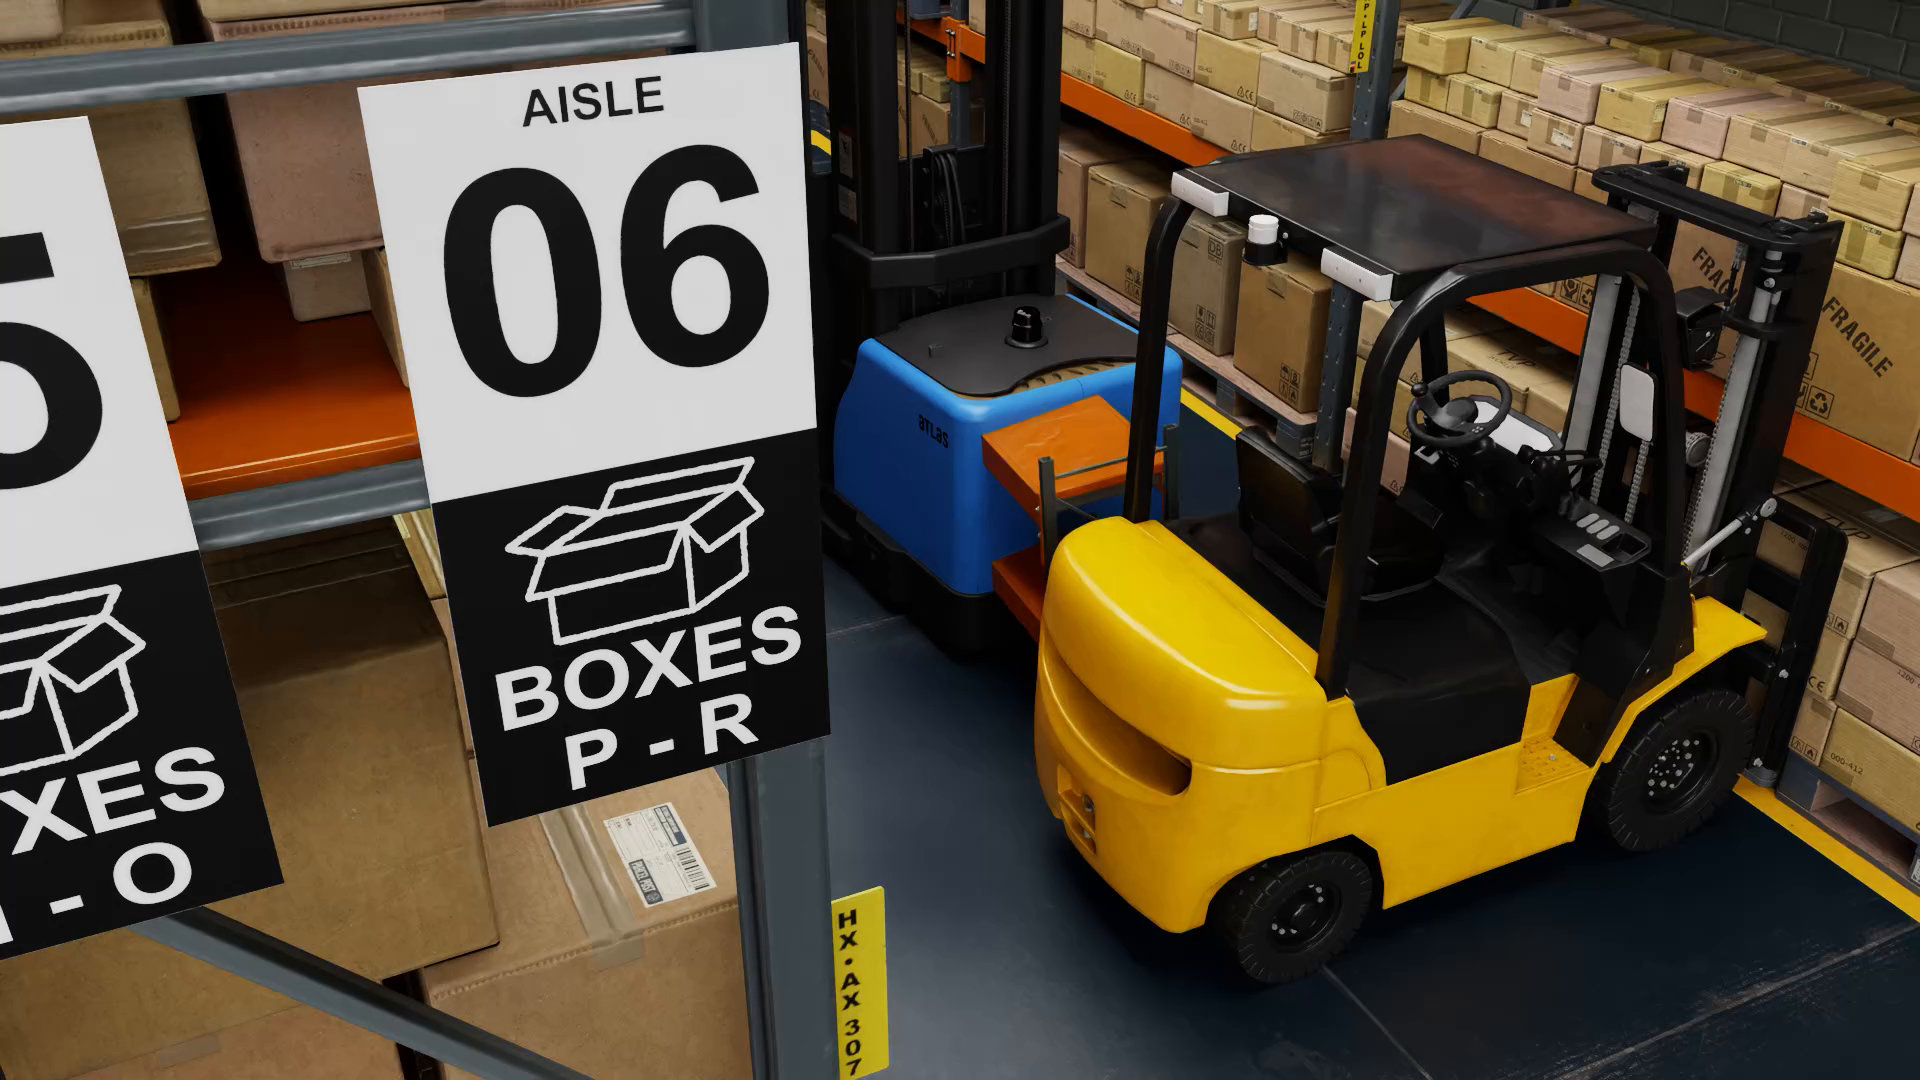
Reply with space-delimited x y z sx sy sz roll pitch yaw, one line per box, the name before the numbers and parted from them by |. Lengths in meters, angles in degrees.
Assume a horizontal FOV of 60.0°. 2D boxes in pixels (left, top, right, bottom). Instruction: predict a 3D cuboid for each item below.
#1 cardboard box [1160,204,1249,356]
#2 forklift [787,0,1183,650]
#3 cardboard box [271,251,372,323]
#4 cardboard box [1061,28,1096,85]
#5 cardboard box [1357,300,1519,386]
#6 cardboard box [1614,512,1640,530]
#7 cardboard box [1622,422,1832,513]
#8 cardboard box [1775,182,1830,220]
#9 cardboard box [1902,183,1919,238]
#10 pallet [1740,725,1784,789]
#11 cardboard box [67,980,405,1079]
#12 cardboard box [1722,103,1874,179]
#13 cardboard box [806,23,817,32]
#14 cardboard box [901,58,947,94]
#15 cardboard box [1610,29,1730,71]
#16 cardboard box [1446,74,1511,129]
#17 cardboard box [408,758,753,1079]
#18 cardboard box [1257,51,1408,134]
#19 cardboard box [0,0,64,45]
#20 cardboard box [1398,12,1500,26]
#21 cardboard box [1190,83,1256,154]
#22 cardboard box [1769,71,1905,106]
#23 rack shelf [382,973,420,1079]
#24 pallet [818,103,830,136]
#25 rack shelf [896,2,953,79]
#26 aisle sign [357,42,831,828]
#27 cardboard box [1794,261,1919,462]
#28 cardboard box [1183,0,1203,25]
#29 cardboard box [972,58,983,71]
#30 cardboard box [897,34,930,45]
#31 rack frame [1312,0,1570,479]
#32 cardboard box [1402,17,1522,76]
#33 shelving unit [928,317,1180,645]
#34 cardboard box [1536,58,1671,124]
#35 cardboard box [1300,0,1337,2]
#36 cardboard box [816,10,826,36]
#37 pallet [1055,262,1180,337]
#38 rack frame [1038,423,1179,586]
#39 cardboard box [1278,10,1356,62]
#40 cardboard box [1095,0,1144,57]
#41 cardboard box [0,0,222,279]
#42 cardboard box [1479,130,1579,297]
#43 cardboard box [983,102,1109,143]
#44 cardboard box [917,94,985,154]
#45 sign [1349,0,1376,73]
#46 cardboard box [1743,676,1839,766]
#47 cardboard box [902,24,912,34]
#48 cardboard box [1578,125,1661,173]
cardboard box | 1.569 -1.436 8.743 0.875 0.625 0.625 -13 32 -22
forklift | -0.326 -1.541 7.001 1.130 2.935 3.031 -17 33 -27
cardboard box | -0.678 -0.416 2.116 0.380 0.149 0.250 -14 32 -24
cardboard box | 0.821 -2.721 9.190 0.500 0.250 0.500 -14 32 -24
cardboard box | 2.054 -0.857 7.071 0.500 0.250 0.500 -14 32 -23
cardboard box | 2.697 0.030 6.000 0.500 0.250 0.500 -13 32 -22
cardboard box | 2.706 -0.178 5.860 0.500 0.250 0.500 -14 32 -23
cardboard box | 2.846 -1.061 5.310 0.380 0.149 0.250 -13 32 -22
cardboard box | 2.980 -0.949 4.807 0.380 0.149 0.250 -12 32 -21
pallet | 2.960 0.400 6.322 1.003 0.211 1.213 -13 32 -22
cardboard box | -1.117 0.739 2.459 0.500 0.500 0.500 -14 32 -23
cardboard box | 2.746 -1.311 5.451 0.380 0.149 0.250 -13 32 -22
cardboard box | -1.063 -3.849 13.174 0.500 0.500 0.500 -14 32 -23
cardboard box | -0.174 -3.138 11.243 0.380 0.149 0.250 -15 33 -25
cardboard box | 2.735 -1.861 6.433 0.380 0.149 0.250 -13 32 -22
cardboard box | 2.141 -1.733 6.508 0.380 0.149 0.250 -12 32 -21
cardboard box | -0.588 0.654 2.611 0.500 0.500 0.500 -14 32 -23
cardboard box | 1.688 -2.032 7.450 0.500 0.250 0.500 -14 32 -23
cardboard box | -1.047 -0.540 1.520 0.380 0.149 0.250 -13 32 -22
cardboard box | 2.172 -2.243 7.418 0.380 0.149 0.250 -14 32 -23
cardboard box | 1.456 -2.040 7.974 0.500 0.250 0.500 -13 32 -22
cardboard box | 3.060 -1.523 5.829 0.380 0.149 0.250 -13 32 -23
rack shelf | -1.494 0.525 3.983 1.077 0.370 4.000 -13 32 -22
pallet | -0.394 -3.143 12.639 1.003 0.211 1.213 -13 32 -22
rack shelf | -0.447 -4.053 12.147 1.077 0.370 4.000 -13 32 -22
aisle sign | -0.328 -0.077 1.663 0.394 0.787 0.004 -13 32 -22
cardboard box | 2.963 -0.613 5.174 0.500 0.500 0.500 -14 32 -23
cardboard box | 1.309 -2.594 8.043 0.380 0.149 0.250 -14 32 -23
cardboard box | 0.201 -3.371 11.658 0.380 0.149 0.250 -13 32 -21
cardboard box | -0.427 -3.500 11.888 0.380 0.149 0.250 -14 32 -23
rack frame | 2.129 -1.716 7.244 1.000 3.000 0.127 -13 32 -22
cardboard box | 1.998 -1.970 6.626 0.380 0.149 0.250 -12 32 -21
shelving unit | 0.348 -0.075 6.191 0.538 1.125 1.048 -15 33 -16
cardboard box | 2.327 -1.627 6.015 0.380 0.149 0.250 -12 32 -21
cardboard box | 1.869 -2.592 8.040 0.380 0.149 0.250 -13 32 -22
cardboard box | -0.879 -3.958 12.705 0.380 0.149 0.250 -13 32 -22
pallet | 1.250 -1.357 9.454 1.003 0.211 1.213 -13 32 -22
rack frame | 0.535 0.157 5.780 0.500 1.125 0.032 -15 33 -16
cardboard box | 1.655 -2.257 7.444 0.380 0.149 0.250 -14 32 -23
cardboard box | 1.046 -2.712 8.662 0.500 0.250 0.500 -13 32 -21
cardboard box | -1.098 -0.448 1.764 0.500 0.250 0.500 -14 32 -23
cardboard box | 2.323 -1.283 6.368 0.500 0.500 0.500 -13 32 -21
cardboard box | 0.667 -2.352 10.377 0.875 0.625 0.625 -12 31 -20
cardboard box | 0.036 -2.718 11.156 0.500 0.500 0.500 -12 31 -21
sign | 1.643 -2.069 6.769 0.100 0.325 0.005 -13 32 -22
cardboard box | 2.948 0.481 5.708 0.500 0.250 0.500 -13 32 -21
cardboard box | -0.211 -3.843 12.500 0.380 0.149 0.250 -14 32 -24
cardboard box | 2.428 -1.383 5.884 0.380 0.149 0.250 -13 32 -22
